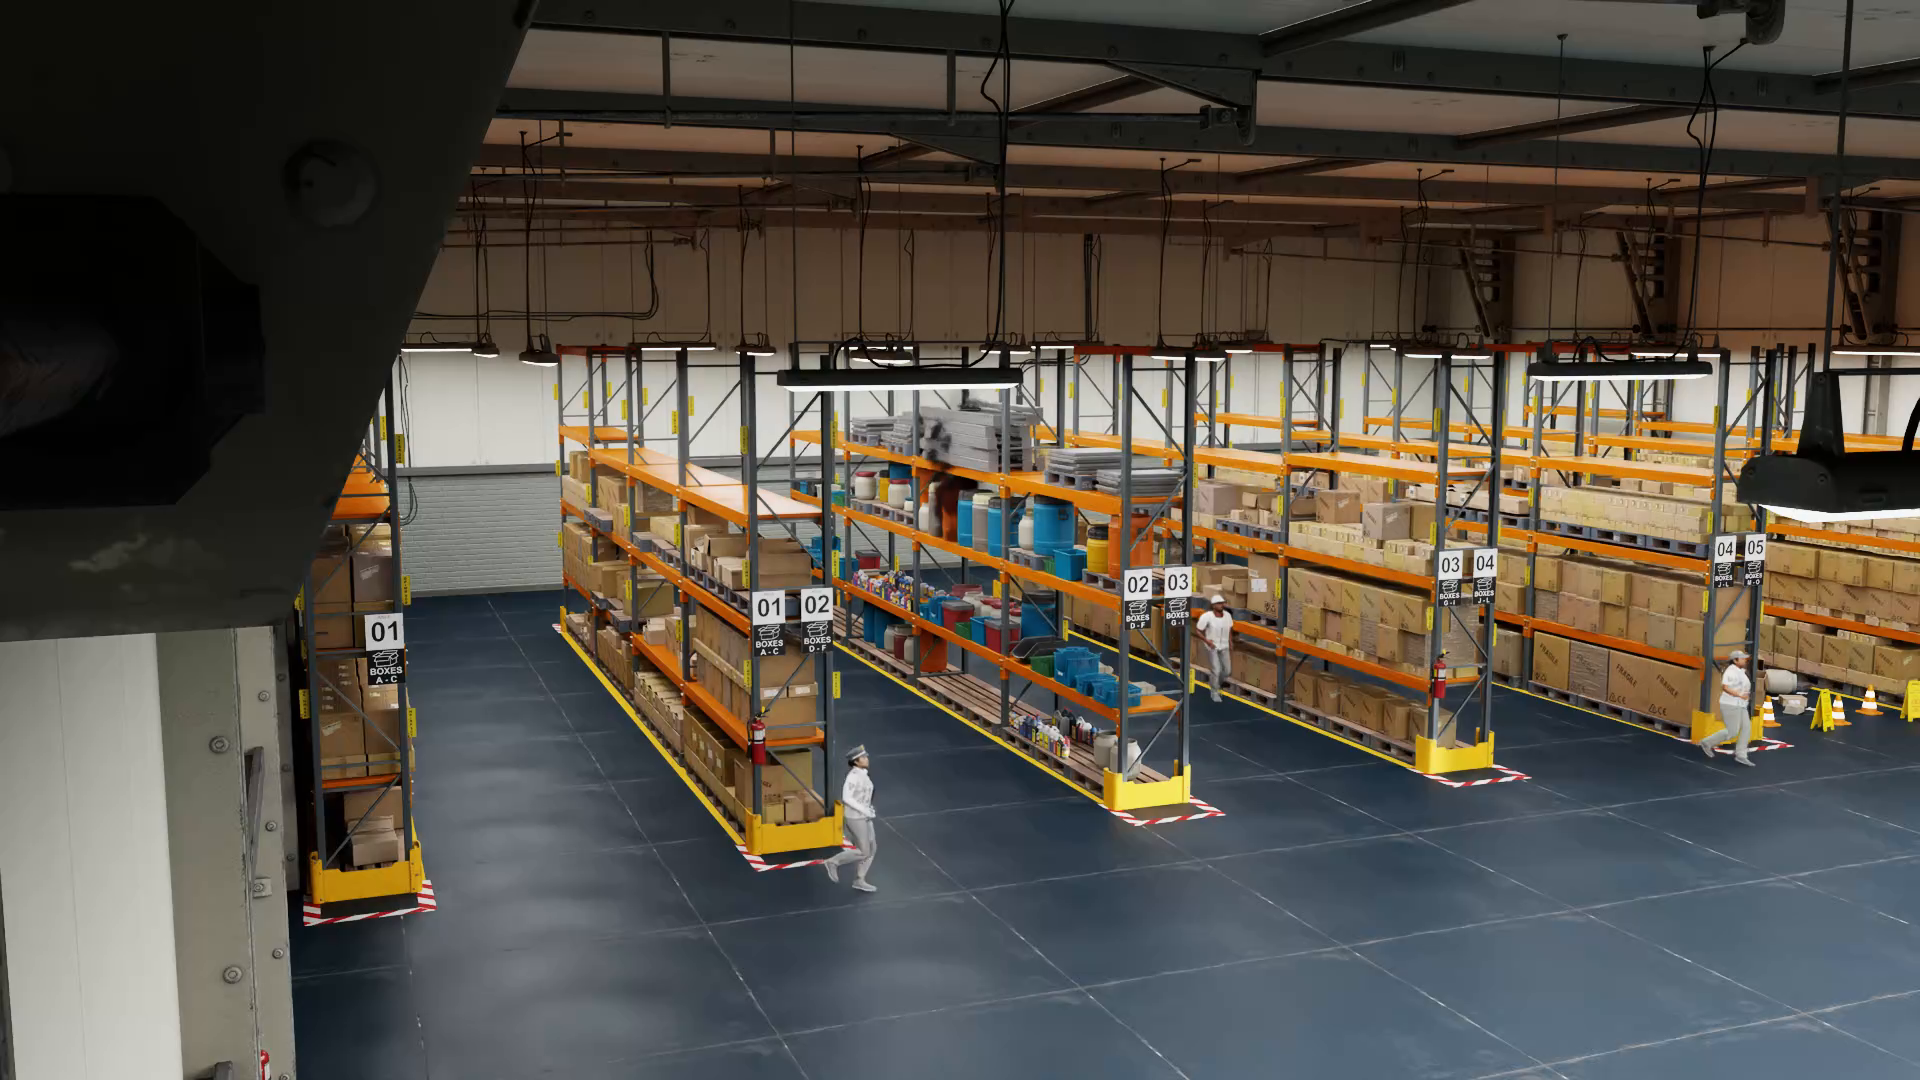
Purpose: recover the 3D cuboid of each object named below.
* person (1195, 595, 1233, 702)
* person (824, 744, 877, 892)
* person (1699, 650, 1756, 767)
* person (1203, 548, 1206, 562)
[{"bbox_3d":[4.170,1.755,27.028,0.705,1.745,0.533,-2,8,-18],"label":"person"},{"bbox_3d":[-1.217,3.135,18.865,0.597,1.664,0.638,1,7,8],"label":"person"},{"bbox_3d":[11.306,2.446,24.348,0.762,1.682,0.629,6,9,40],"label":"person"},{"bbox_3d":[6.271,0.208,41.672,0.640,1.668,0.612,-4,8,-28],"label":"person"}]
